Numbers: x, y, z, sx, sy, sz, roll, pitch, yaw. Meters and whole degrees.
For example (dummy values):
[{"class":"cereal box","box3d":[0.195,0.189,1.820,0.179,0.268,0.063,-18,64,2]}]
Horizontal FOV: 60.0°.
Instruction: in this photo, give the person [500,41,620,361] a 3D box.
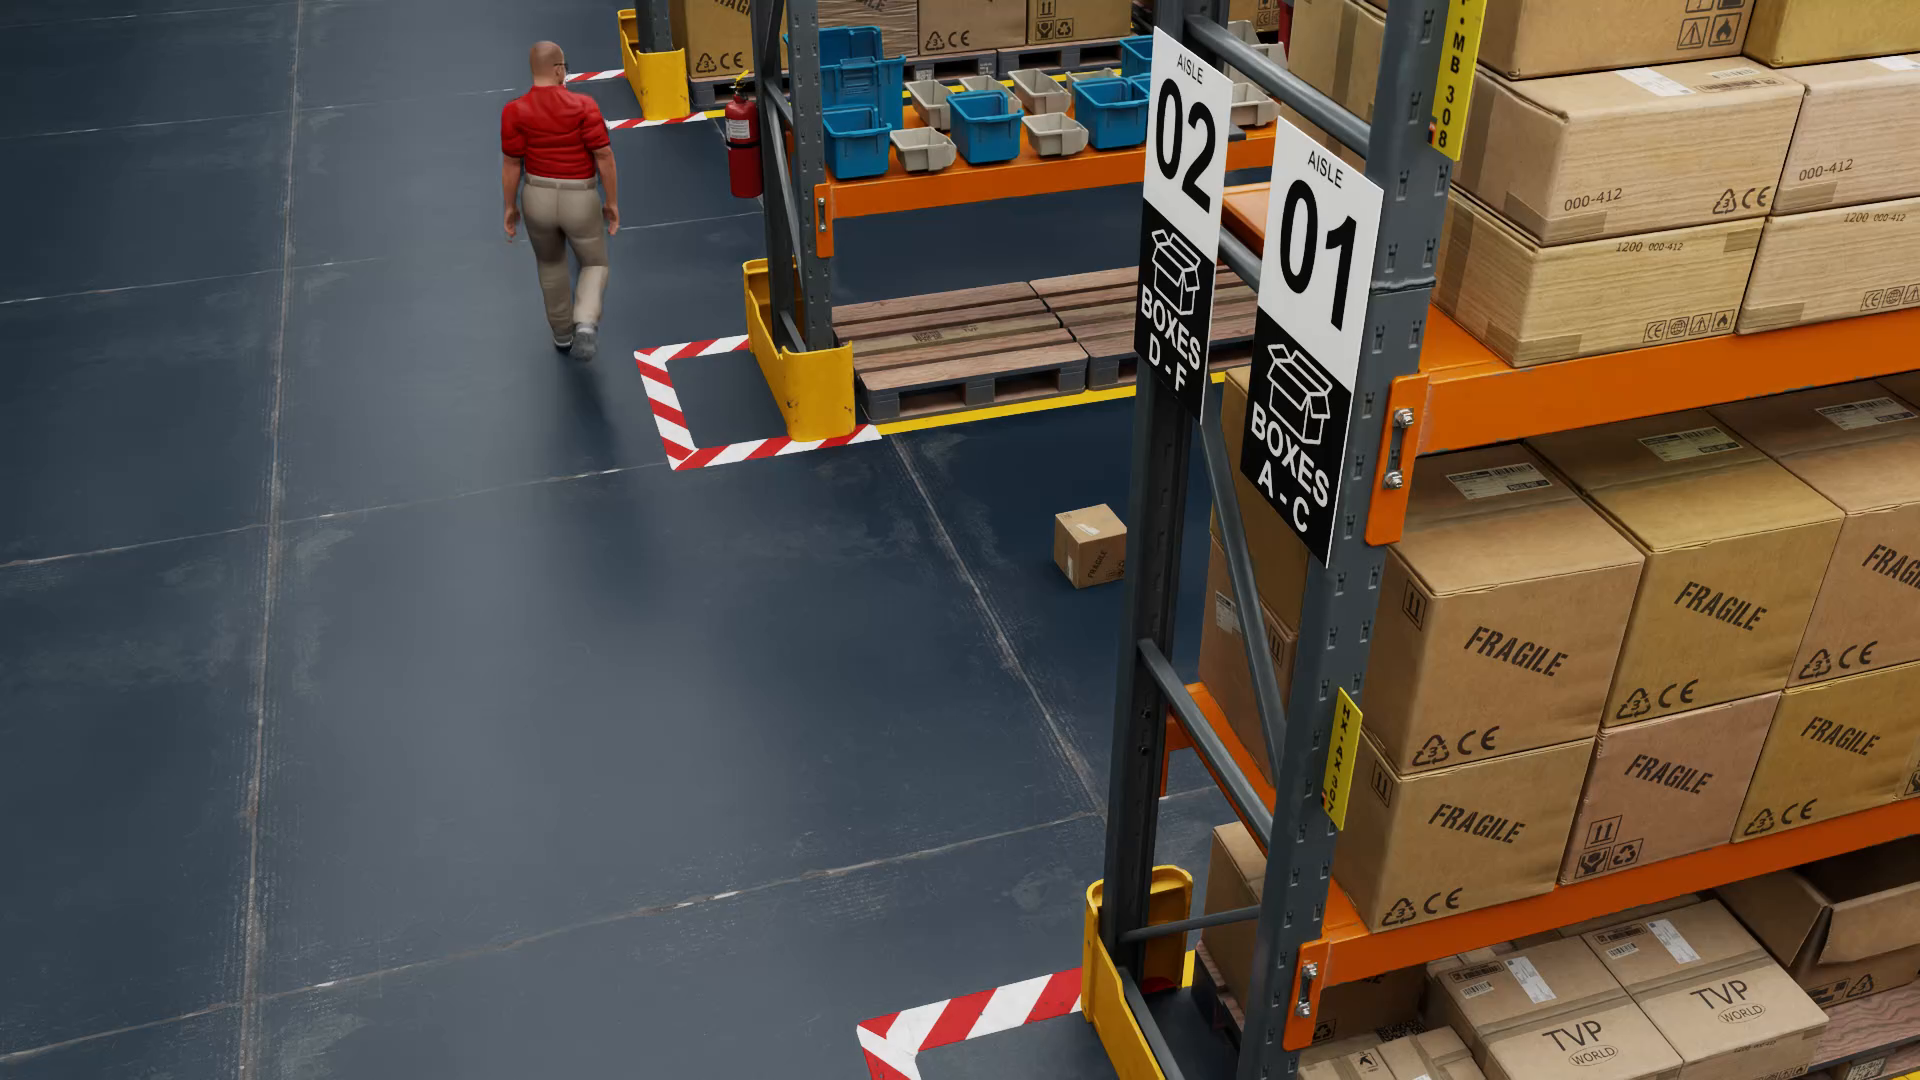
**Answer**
[{"class":"person","box3d":[-2.108,-1.752,8.763,0.632,1.692,0.749,-3,34,-5]}]
